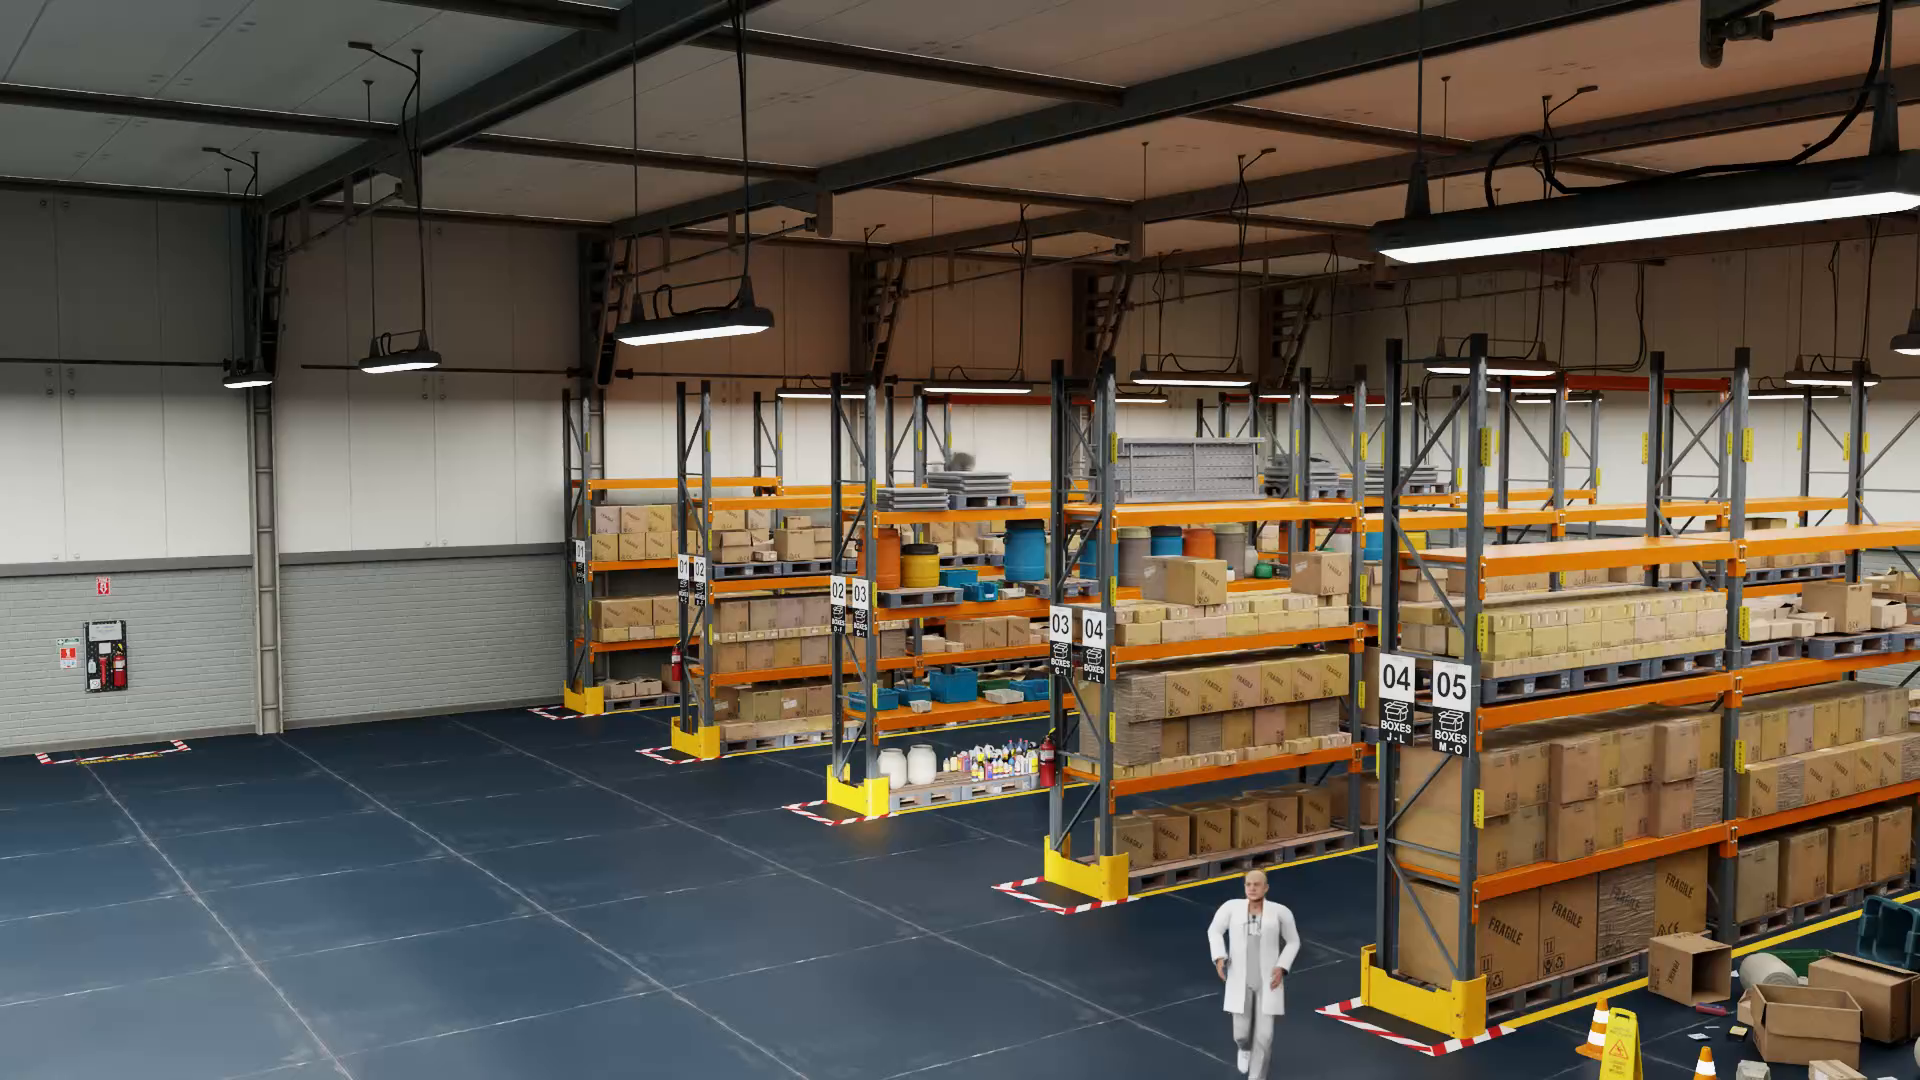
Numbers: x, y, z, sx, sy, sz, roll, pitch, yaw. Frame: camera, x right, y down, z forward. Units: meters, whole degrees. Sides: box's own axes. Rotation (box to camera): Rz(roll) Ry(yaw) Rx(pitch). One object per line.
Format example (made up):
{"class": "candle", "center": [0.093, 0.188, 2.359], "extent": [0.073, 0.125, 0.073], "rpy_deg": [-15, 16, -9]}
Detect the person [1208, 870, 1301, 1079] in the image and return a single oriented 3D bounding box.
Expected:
{"class": "person", "center": [2.311, 3.469, 13.105], "extent": [0.725, 1.744, 0.627], "rpy_deg": [1, 4, 13]}

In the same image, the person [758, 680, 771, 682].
{"class": "person", "center": [-3.511, 2.408, 29.882], "extent": [0.575, 1.676, 0.657], "rpy_deg": [-3, 5, -43]}
